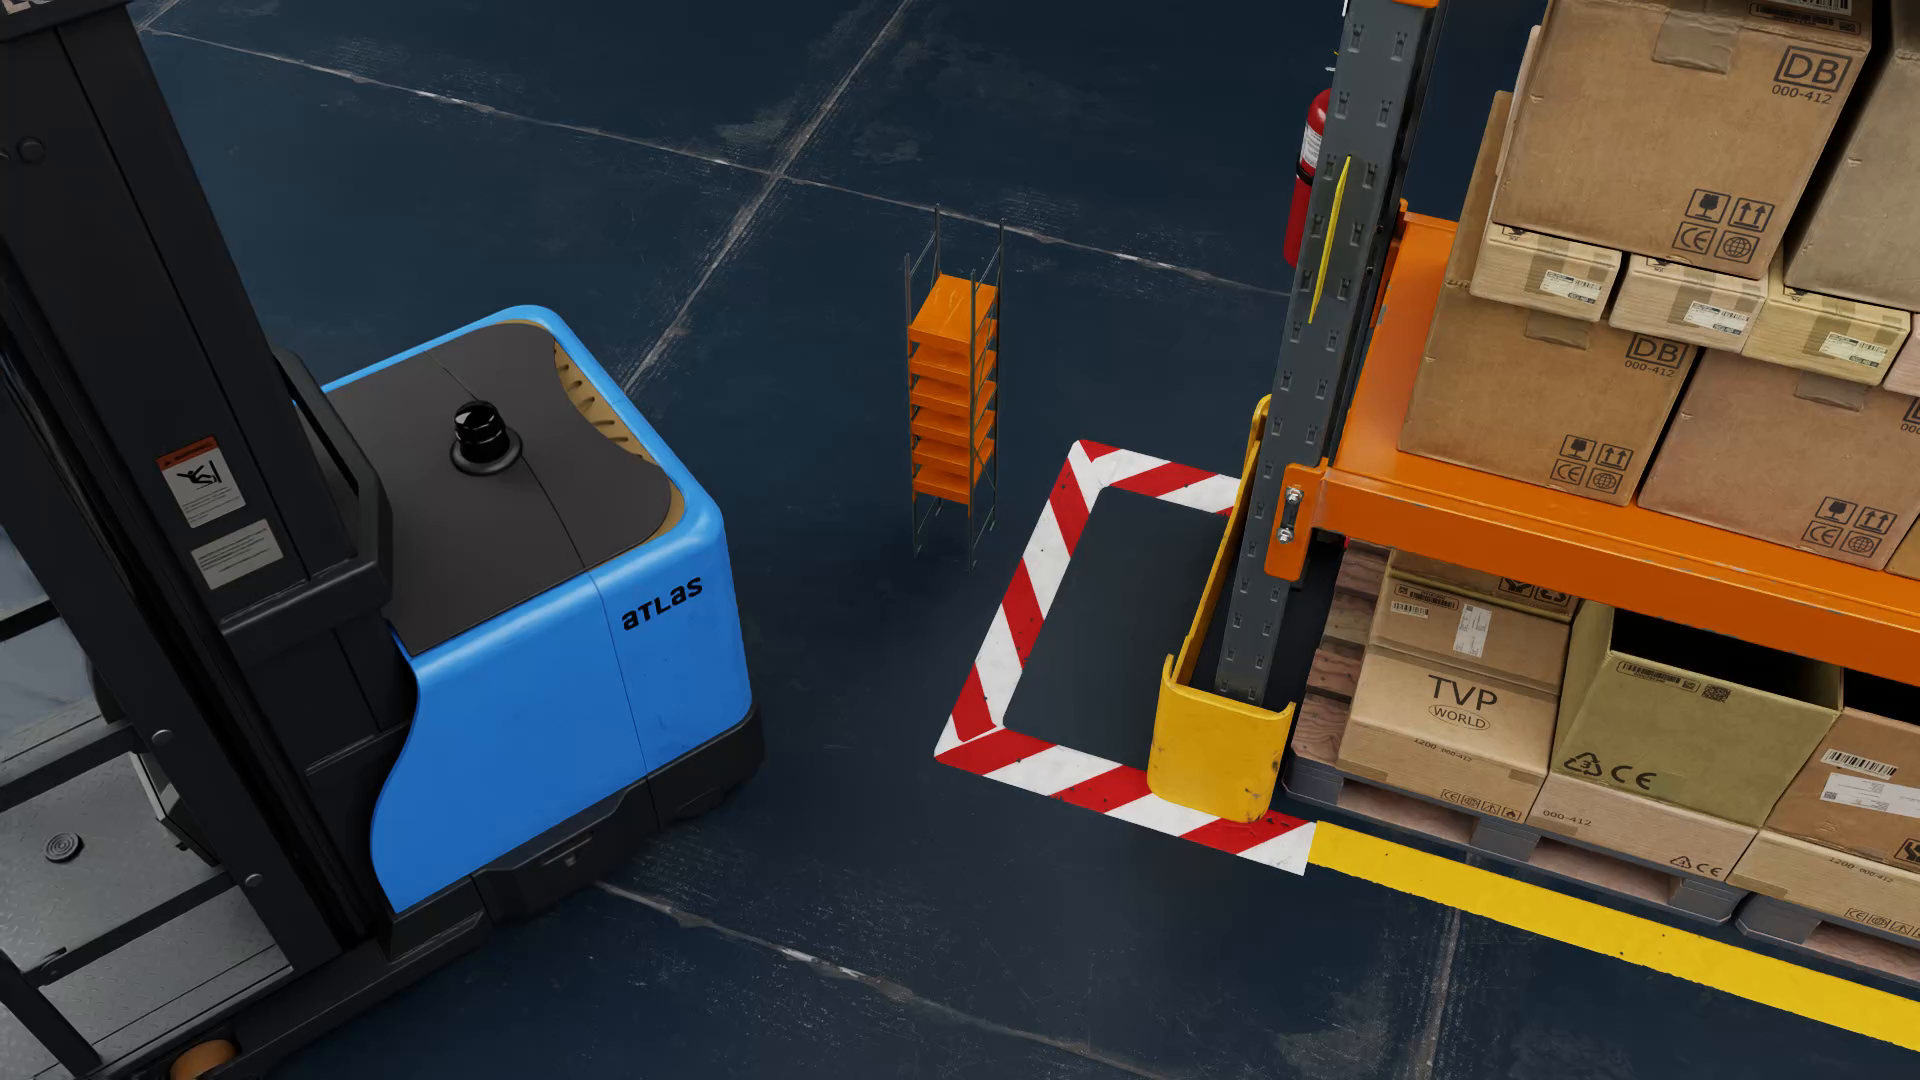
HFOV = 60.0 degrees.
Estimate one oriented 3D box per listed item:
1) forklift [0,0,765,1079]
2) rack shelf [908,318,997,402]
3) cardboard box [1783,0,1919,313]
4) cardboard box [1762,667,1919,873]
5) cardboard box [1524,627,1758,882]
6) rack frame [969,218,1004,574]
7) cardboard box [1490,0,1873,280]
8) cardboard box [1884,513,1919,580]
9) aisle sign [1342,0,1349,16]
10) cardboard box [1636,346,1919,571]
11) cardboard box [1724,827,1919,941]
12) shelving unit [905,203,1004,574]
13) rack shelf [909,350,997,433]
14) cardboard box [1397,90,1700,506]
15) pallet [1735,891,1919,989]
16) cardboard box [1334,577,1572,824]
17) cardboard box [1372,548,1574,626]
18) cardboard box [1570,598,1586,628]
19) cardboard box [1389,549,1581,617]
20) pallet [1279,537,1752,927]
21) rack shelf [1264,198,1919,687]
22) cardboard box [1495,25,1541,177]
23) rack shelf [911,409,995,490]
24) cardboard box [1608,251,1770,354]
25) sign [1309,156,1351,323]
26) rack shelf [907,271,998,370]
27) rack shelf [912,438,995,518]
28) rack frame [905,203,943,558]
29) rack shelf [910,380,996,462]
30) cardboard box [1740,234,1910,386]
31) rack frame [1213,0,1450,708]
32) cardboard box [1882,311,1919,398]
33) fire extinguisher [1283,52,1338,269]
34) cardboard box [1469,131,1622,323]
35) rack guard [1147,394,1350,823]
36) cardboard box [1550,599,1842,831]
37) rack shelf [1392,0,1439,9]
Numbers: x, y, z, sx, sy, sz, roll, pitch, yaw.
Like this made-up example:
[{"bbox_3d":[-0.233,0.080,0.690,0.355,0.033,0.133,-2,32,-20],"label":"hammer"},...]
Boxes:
[{"bbox_3d":[-2.039,0.041,3.275,3.031,2.935,1.130,-28,55,-22],"label":"forklift"},{"bbox_3d":[-0.014,-0.525,4.652,0.180,0.103,0.258,16,51,13],"label":"rack shelf"},{"bbox_3d":[1.869,-0.820,3.051,0.500,0.500,0.700,14,51,12],"label":"cardboard box"},{"bbox_3d":[2.260,0.425,3.942,0.500,0.500,0.500,16,51,13],"label":"cardboard box"},{"bbox_3d":[1.787,0.548,4.332,0.500,0.250,0.500,16,51,13],"label":"cardboard box"},{"bbox_3d":[0.072,-0.373,4.779,0.006,1.200,0.240,16,51,13],"label":"rack frame"},{"bbox_3d":[1.374,-0.954,3.167,0.500,0.500,0.700,16,51,13],"label":"cardboard box"},{"bbox_3d":[2.283,-0.275,3.437,0.500,0.500,0.700,16,51,13],"label":"cardboard box"},{"bbox_3d":[0.723,-1.293,2.665,0.004,0.787,0.394,16,51,13],"label":"aisle sign"},{"bbox_3d":[1.819,-0.409,3.553,0.500,0.500,0.700,17,51,14],"label":"cardboard box"},{"bbox_3d":[2.256,0.679,4.218,0.500,0.250,0.500,16,51,13],"label":"cardboard box"},{"bbox_3d":[-0.014,-0.397,4.800,0.189,1.200,0.258,16,51,13],"label":"shelving unit"},{"bbox_3d":[-0.014,-0.446,4.743,0.180,0.103,0.258,16,51,13],"label":"rack shelf"},{"bbox_3d":[1.325,-0.543,3.669,0.500,0.500,0.700,16,51,13],"label":"cardboard box"},{"bbox_3d":[2.764,0.763,4.449,1.213,0.211,1.003,16,51,13],"label":"pallet"},{"bbox_3d":[1.317,0.420,4.443,0.500,0.250,0.500,16,51,13],"label":"cardboard box"},{"bbox_3d":[1.497,0.052,4.761,0.500,0.250,0.500,16,51,13],"label":"cardboard box"},{"bbox_3d":[1.970,0.175,4.655,0.500,0.250,0.500,16,51,13],"label":"cardboard box"},{"bbox_3d":[1.497,-0.195,4.479,0.500,0.500,0.500,16,51,13],"label":"cardboard box"},{"bbox_3d":[1.623,0.442,4.727,1.213,0.211,1.003,16,51,13],"label":"pallet"},{"bbox_3d":[2.767,0.118,3.639,4.000,0.370,1.077,16,51,13],"label":"rack shelf"},{"bbox_3d":[1.316,-0.922,3.568,0.250,0.149,0.380,15,51,13],"label":"cardboard box"},{"bbox_3d":[-0.014,-0.289,4.924,0.180,0.103,0.258,16,51,13],"label":"rack shelf"},{"bbox_3d":[1.433,-0.564,3.258,0.250,0.149,0.380,14,51,12],"label":"cardboard box"},{"bbox_3d":[0.693,-0.559,3.124,0.005,0.325,0.100,16,51,13],"label":"sign"},{"bbox_3d":[-0.014,-0.603,4.561,0.180,0.103,0.258,16,51,13],"label":"rack shelf"},{"bbox_3d":[-0.014,-0.210,5.015,0.180,0.103,0.258,16,51,13],"label":"rack shelf"},{"bbox_3d":[-0.099,-0.421,4.821,0.006,1.200,0.240,16,51,13],"label":"rack frame"},{"bbox_3d":[-0.014,-0.368,4.833,0.180,0.103,0.258,16,51,13],"label":"rack shelf"},{"bbox_3d":[1.667,-0.498,3.201,0.250,0.149,0.380,16,51,13],"label":"cardboard box"},{"bbox_3d":[0.891,-0.641,3.821,0.127,3.000,1.000,16,51,13],"label":"rack frame"},{"bbox_3d":[1.903,-0.430,3.142,0.250,0.149,0.380,15,51,13],"label":"cardboard box"},{"bbox_3d":[0.941,-0.976,4.162,0.183,0.674,0.296,16,51,13],"label":"fire extinguisher"},{"bbox_3d":[1.185,-0.631,3.317,0.250,0.149,0.380,15,51,13],"label":"cardboard box"},{"bbox_3d":[0.869,0.171,4.771,0.348,0.500,1.175,16,51,13],"label":"rack guard"},{"bbox_3d":[1.787,0.304,4.047,0.500,0.500,0.500,16,51,13],"label":"cardboard box"},{"bbox_3d":[2.767,-0.865,2.505,4.000,0.370,1.077,16,51,13],"label":"rack shelf"}]
